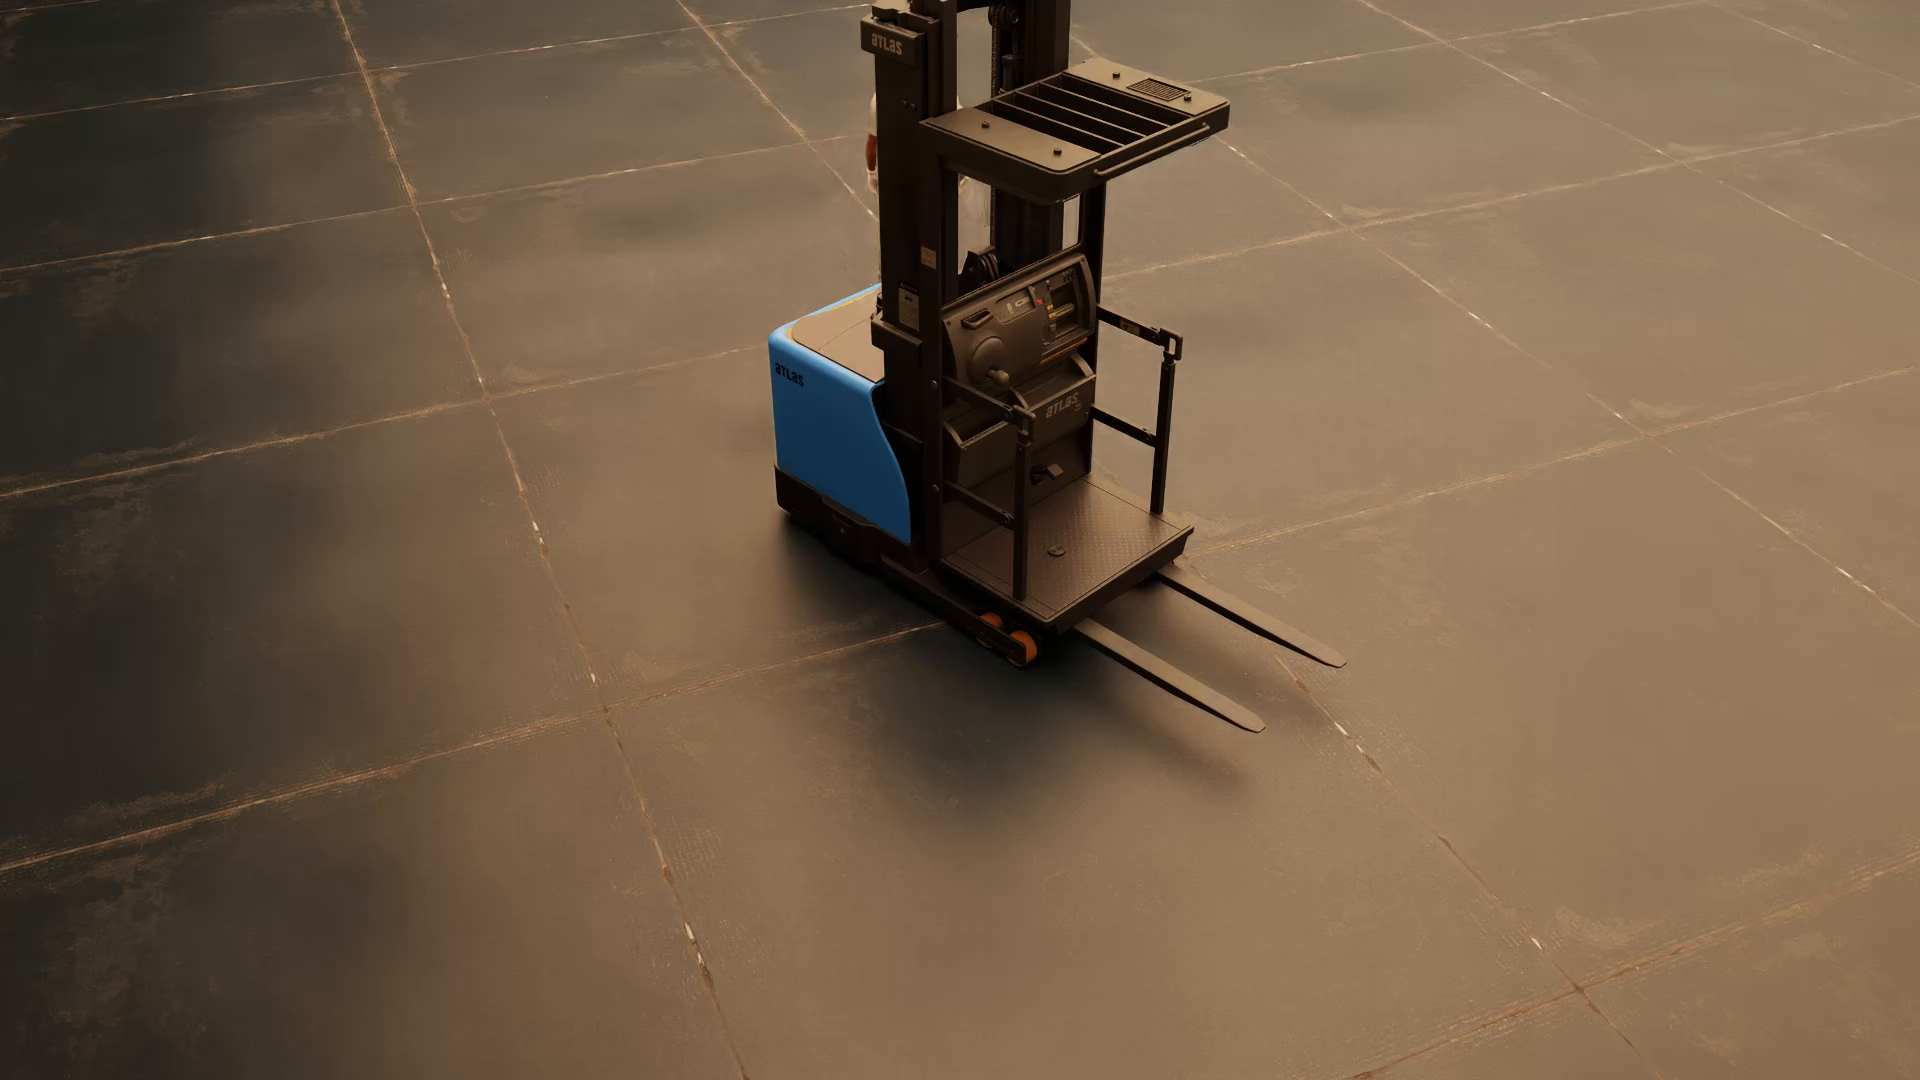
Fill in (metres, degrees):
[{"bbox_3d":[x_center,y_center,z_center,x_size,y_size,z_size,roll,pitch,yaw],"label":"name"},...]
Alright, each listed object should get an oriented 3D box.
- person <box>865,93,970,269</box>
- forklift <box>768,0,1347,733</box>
[{"bbox_3d":[-0.258,-2.295,10.323,0.650,1.795,0.503,-1,35,-2],"label":"person"},{"bbox_3d":[0.432,-0.946,7.429,3.031,2.935,1.130,30,45,35],"label":"forklift"}]
